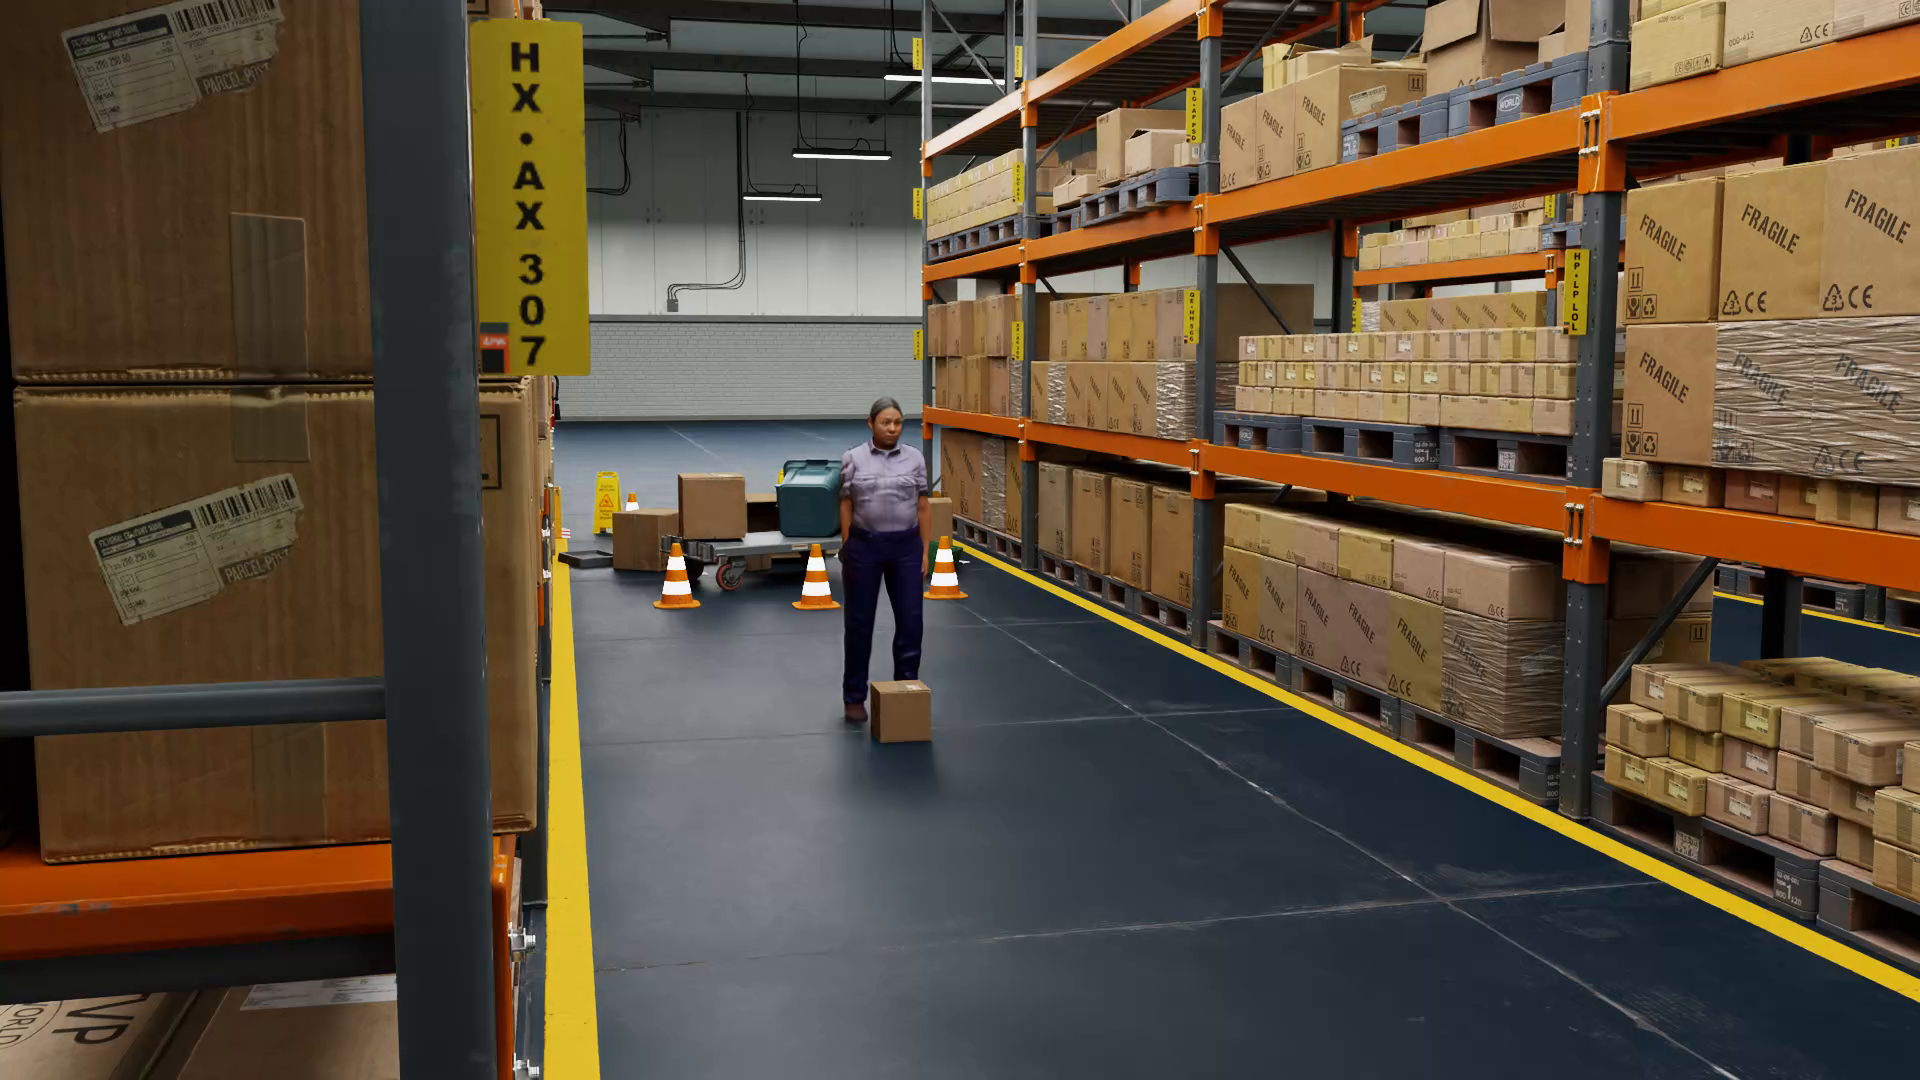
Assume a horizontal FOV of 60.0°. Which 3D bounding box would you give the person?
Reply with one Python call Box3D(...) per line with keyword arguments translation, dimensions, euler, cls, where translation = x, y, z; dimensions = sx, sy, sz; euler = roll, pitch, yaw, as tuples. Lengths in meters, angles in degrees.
Box3D(translation=(-0.371, 0.097, 8.438), dimensions=(0.470, 1.653, 0.342), euler=(-1, 6, -13), cls="person")
